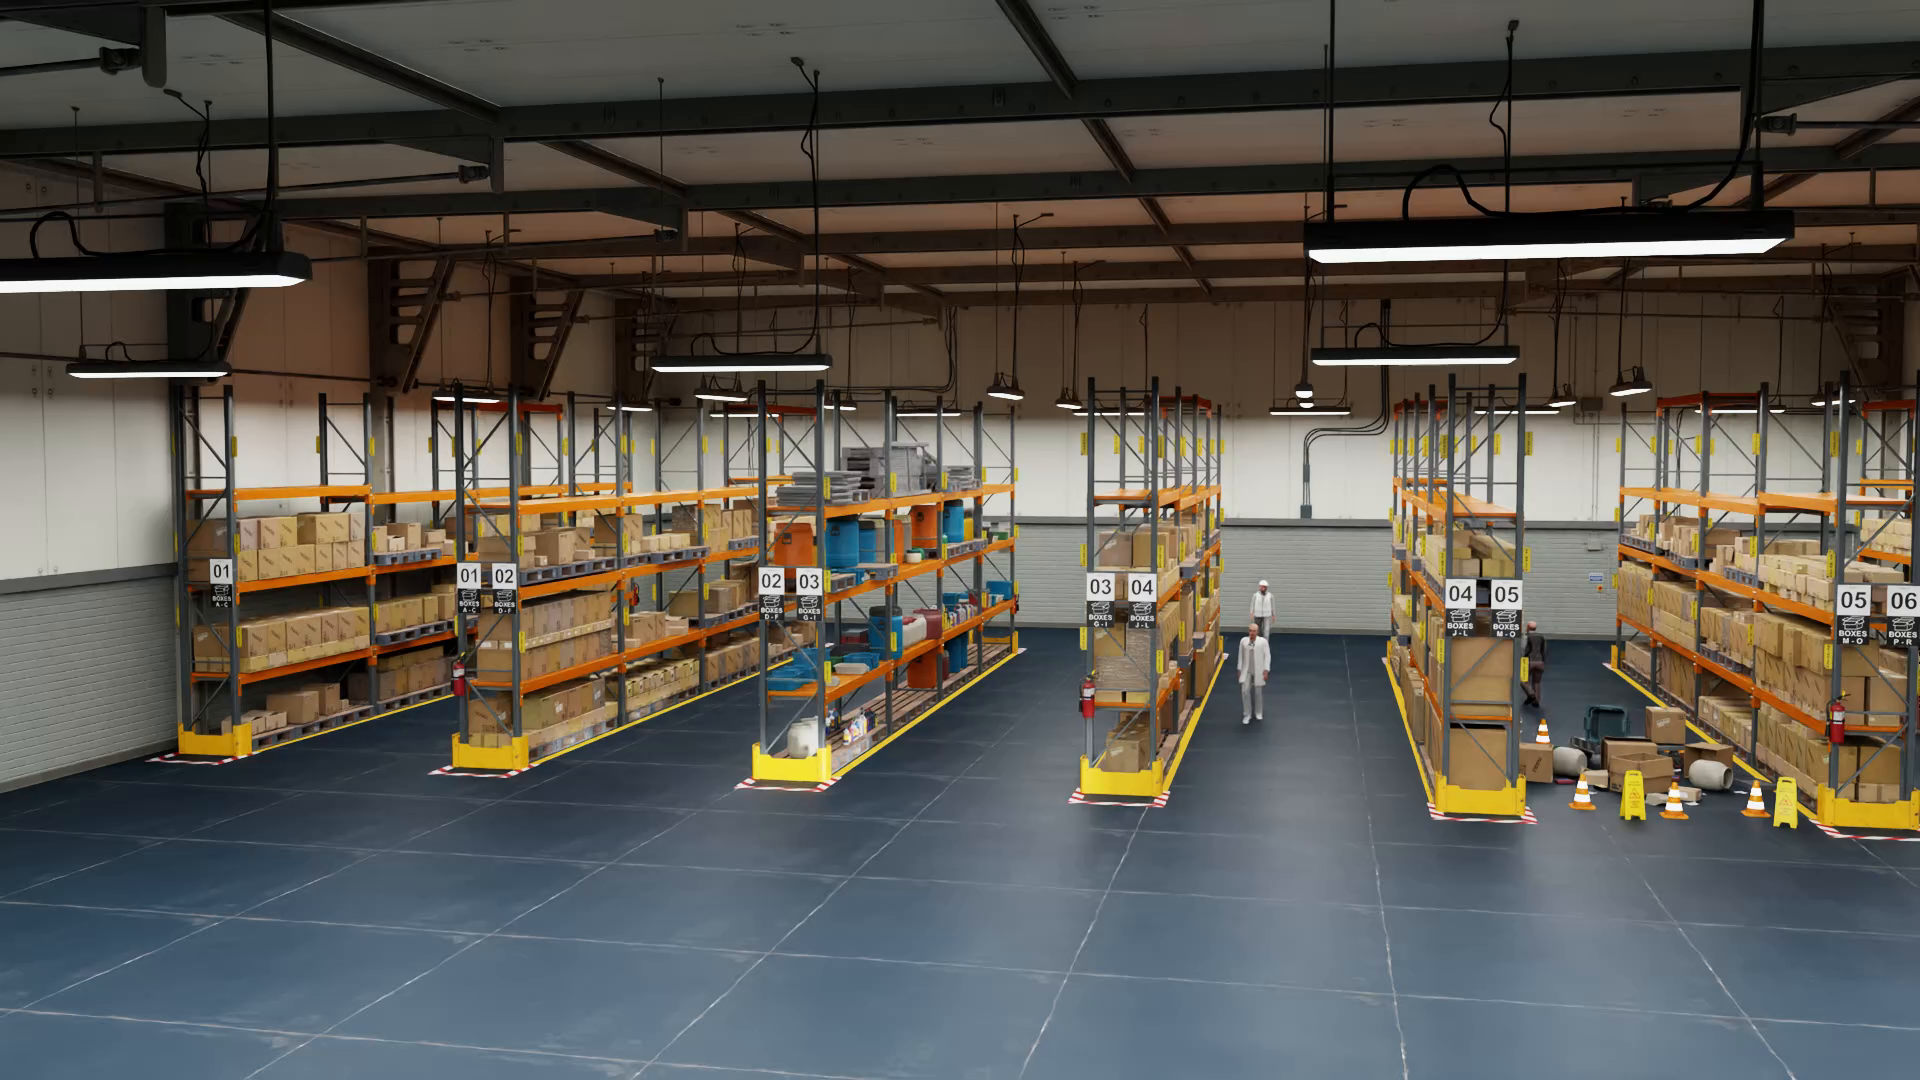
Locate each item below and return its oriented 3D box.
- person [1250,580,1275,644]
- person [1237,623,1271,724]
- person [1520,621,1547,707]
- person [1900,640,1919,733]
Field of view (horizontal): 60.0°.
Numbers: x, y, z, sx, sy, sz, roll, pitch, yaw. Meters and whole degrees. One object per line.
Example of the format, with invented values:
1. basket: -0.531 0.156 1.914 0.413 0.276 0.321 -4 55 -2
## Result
1. person: 7.441 1.850 40.869 0.608 1.721 1.084 0 3 9
2. person: 5.350 2.435 30.322 0.651 1.828 0.658 1 4 25
3. person: 11.077 2.397 32.123 0.590 1.623 0.769 0 3 4
4. person: 16.695 2.558 29.016 0.464 1.690 0.543 0 3 -4
